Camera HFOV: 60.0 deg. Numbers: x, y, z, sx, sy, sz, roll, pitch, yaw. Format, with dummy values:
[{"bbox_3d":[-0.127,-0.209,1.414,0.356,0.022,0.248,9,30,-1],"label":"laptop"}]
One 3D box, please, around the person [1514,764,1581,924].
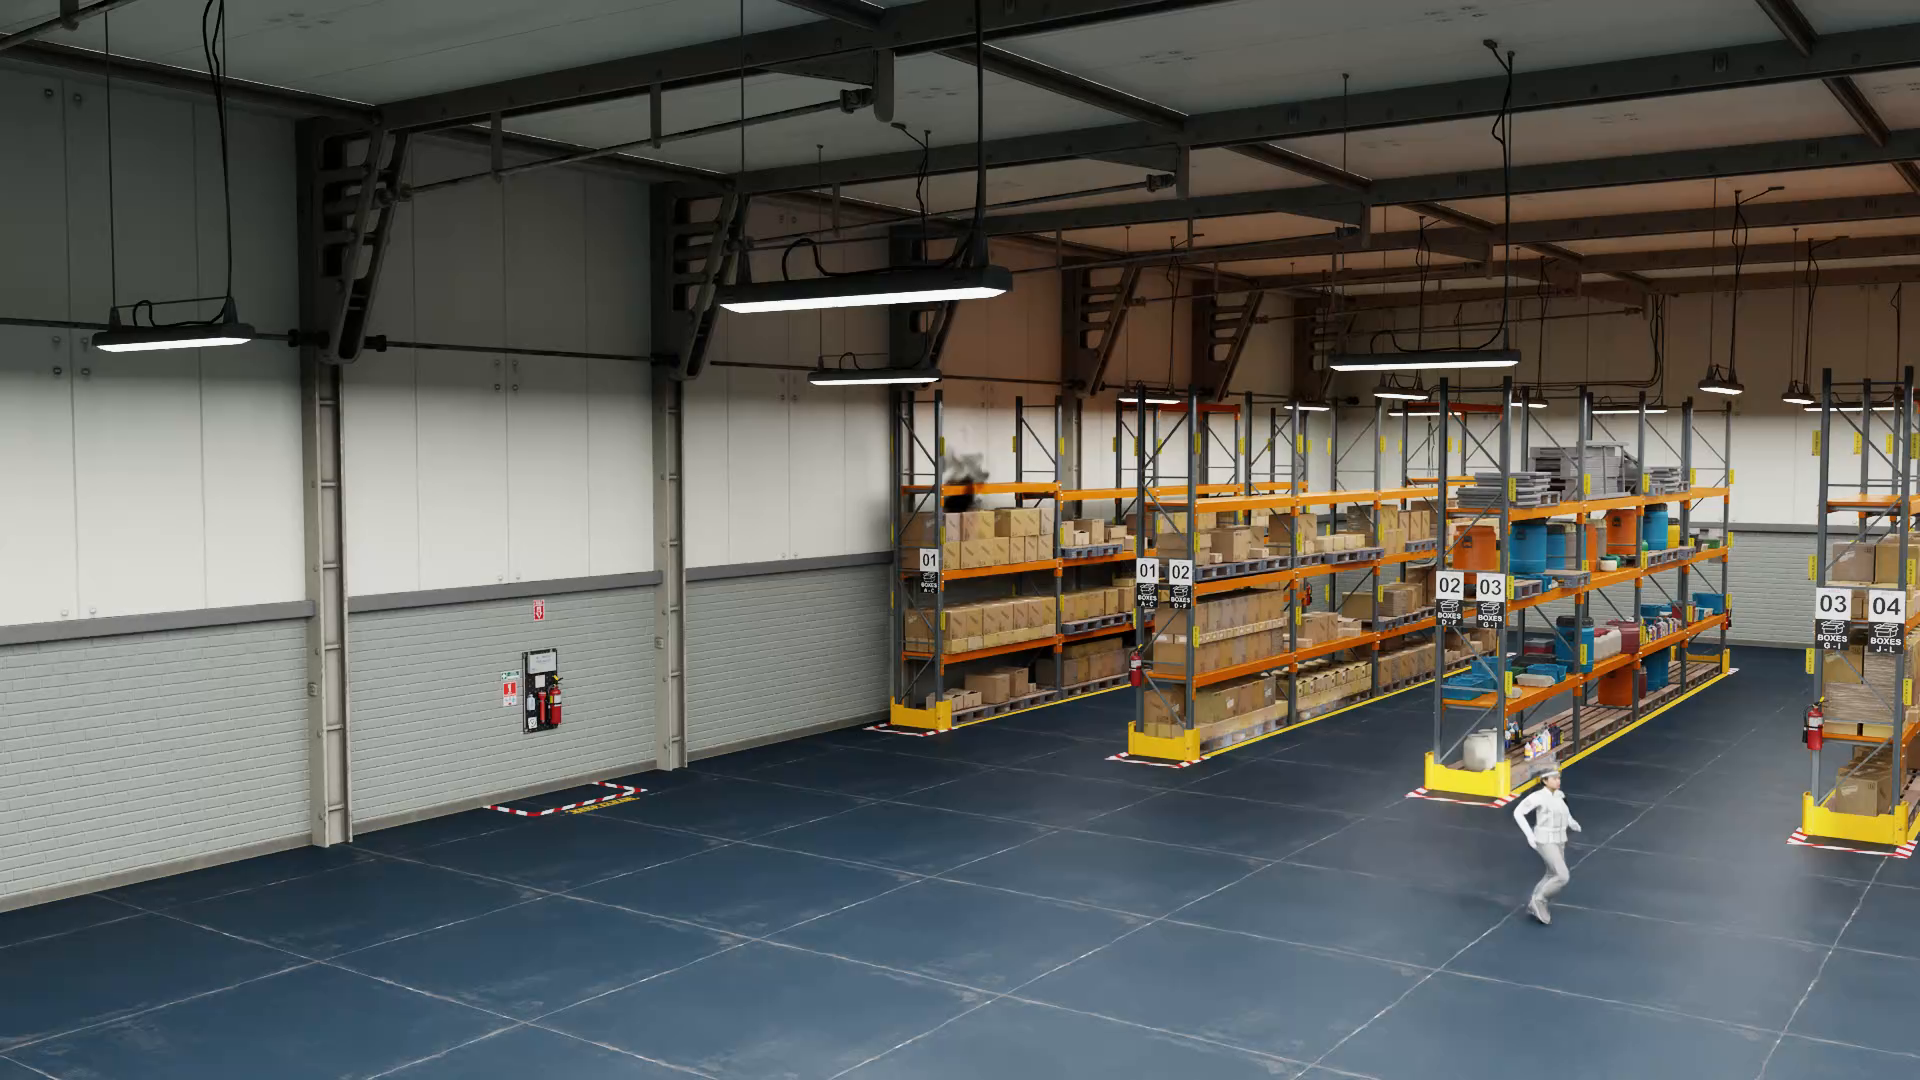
[{"bbox_3d":[6.197,3.177,17.384,0.592,1.666,0.641,-2,4,-34],"label":"person"}]
